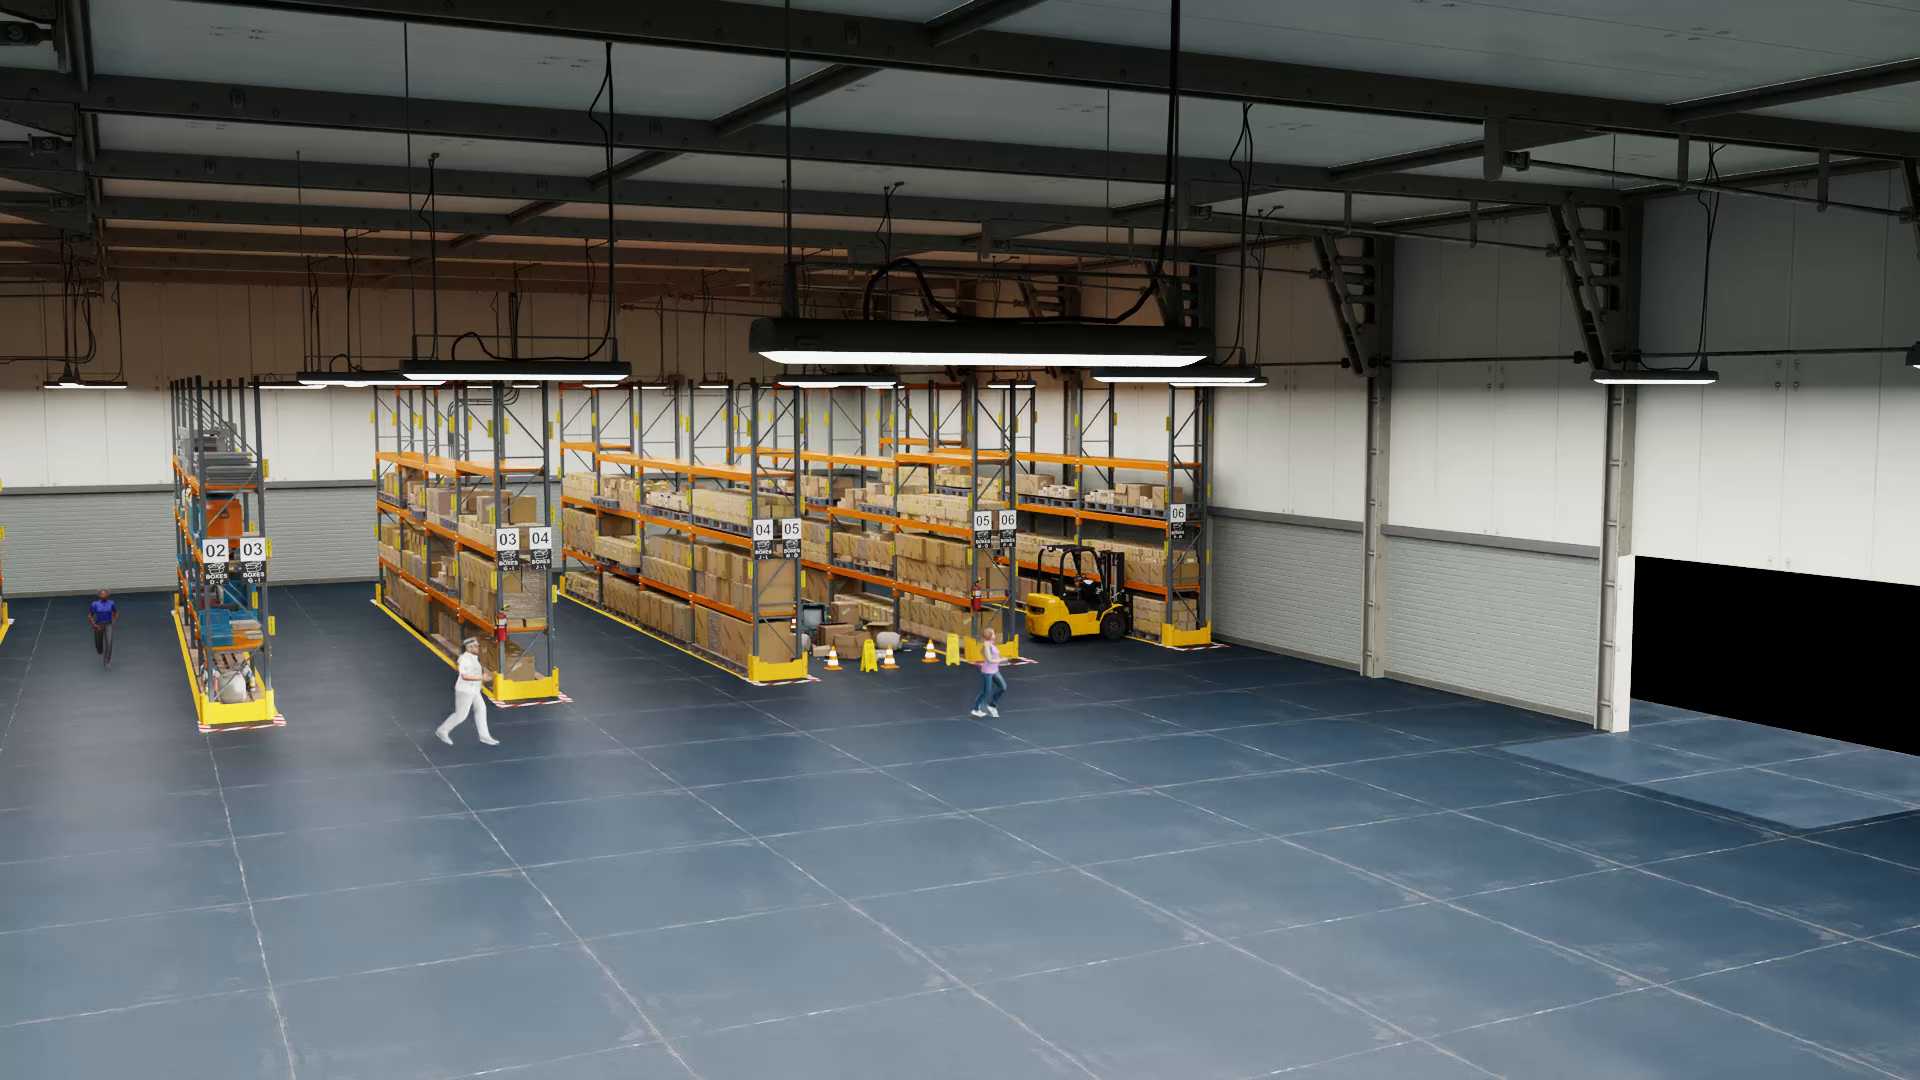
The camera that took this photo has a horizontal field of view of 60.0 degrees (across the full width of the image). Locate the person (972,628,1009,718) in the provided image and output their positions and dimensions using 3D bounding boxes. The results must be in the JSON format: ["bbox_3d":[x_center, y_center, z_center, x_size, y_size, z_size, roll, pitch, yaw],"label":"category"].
[{"bbox_3d":[0.536,2.338,29.126,0.672,1.608,0.508,2,5,19],"label":"person"}]

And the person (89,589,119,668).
[{"bbox_3d":[-17.950,1.843,34.887,0.568,1.632,0.865,-3,6,-28],"label":"person"}]

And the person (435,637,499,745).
[{"bbox_3d":[-7.977,2.445,26.848,0.981,1.780,0.629,0,5,0],"label":"person"}]

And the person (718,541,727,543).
[{"bbox_3d":[-7.138,0.364,50.879,0.596,1.668,0.676,-1,5,-11],"label":"person"}]
